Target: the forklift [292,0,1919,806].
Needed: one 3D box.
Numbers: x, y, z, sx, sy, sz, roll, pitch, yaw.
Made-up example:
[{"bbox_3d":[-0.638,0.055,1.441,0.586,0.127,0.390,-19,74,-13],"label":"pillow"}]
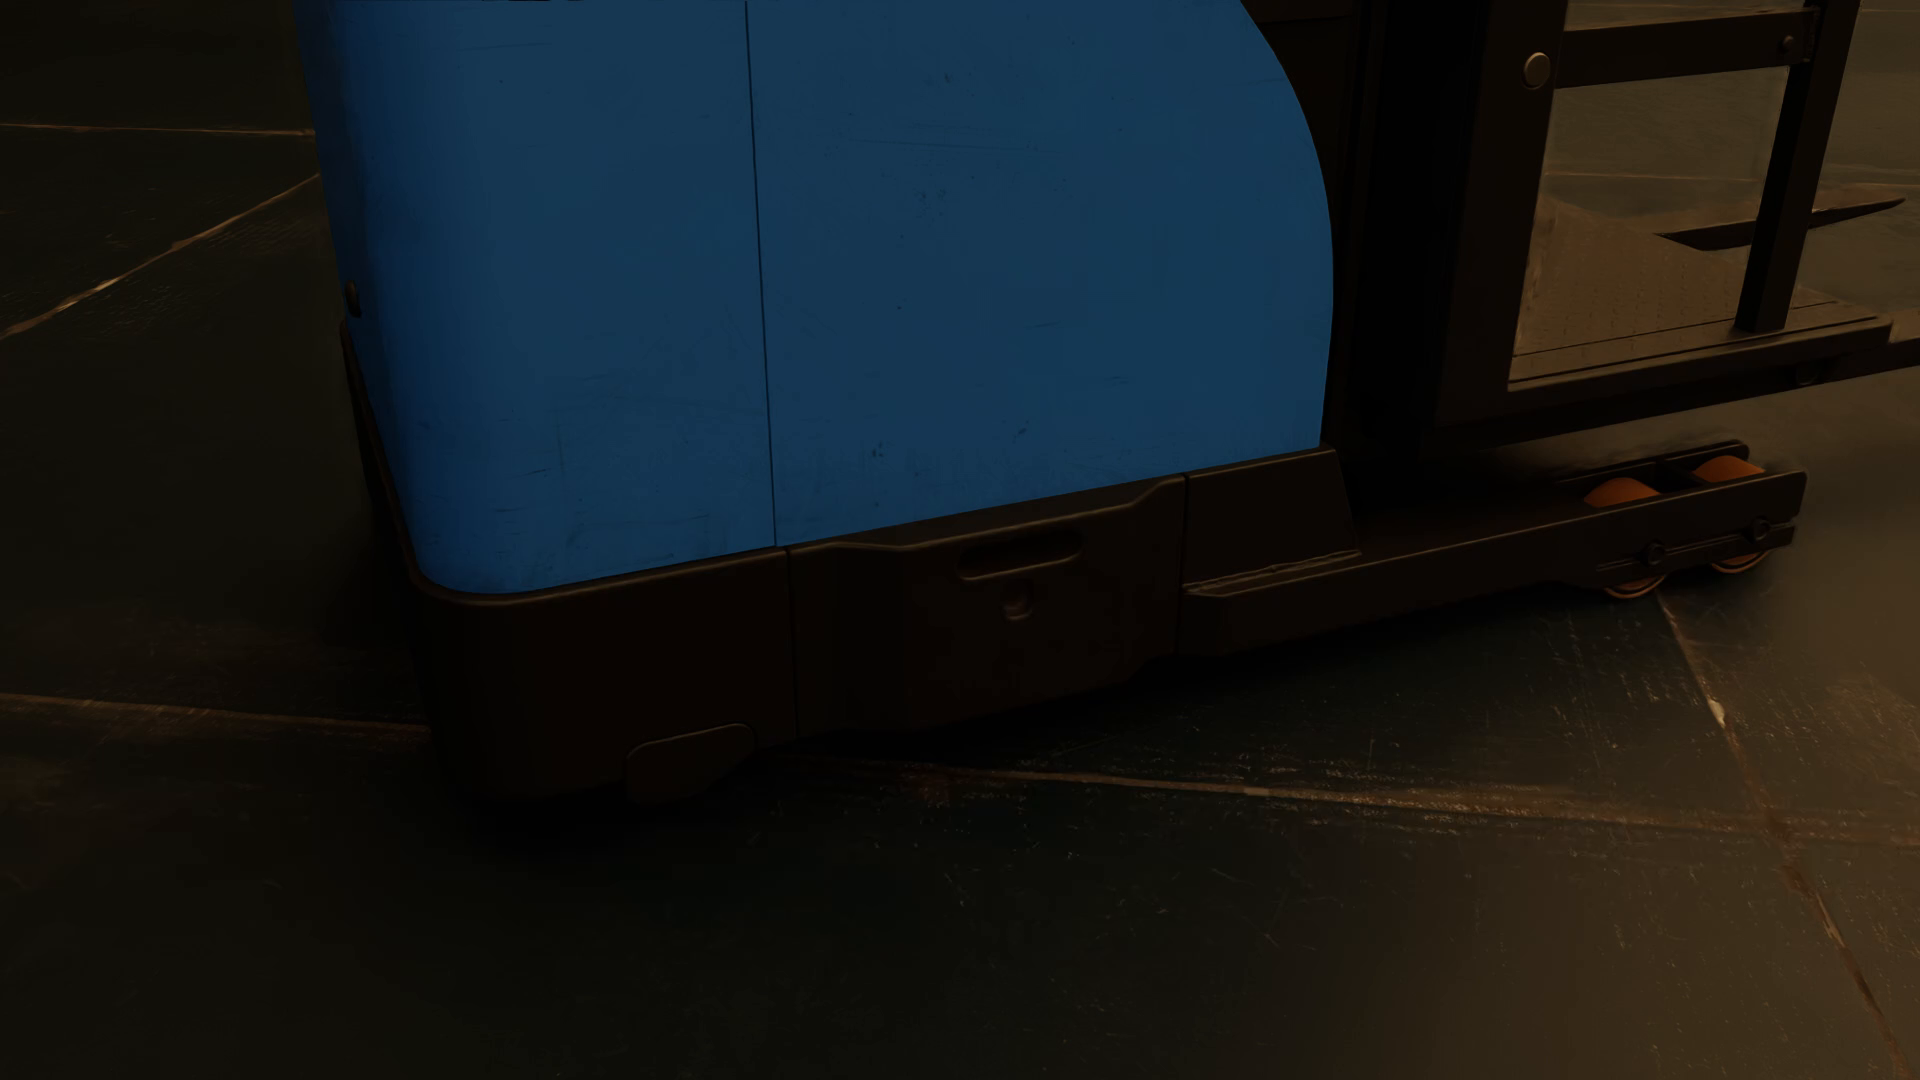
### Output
[{"bbox_3d":[0.655,-1.434,2.092,3.031,2.935,1.130,-11,28,-21],"label":"forklift"}]
